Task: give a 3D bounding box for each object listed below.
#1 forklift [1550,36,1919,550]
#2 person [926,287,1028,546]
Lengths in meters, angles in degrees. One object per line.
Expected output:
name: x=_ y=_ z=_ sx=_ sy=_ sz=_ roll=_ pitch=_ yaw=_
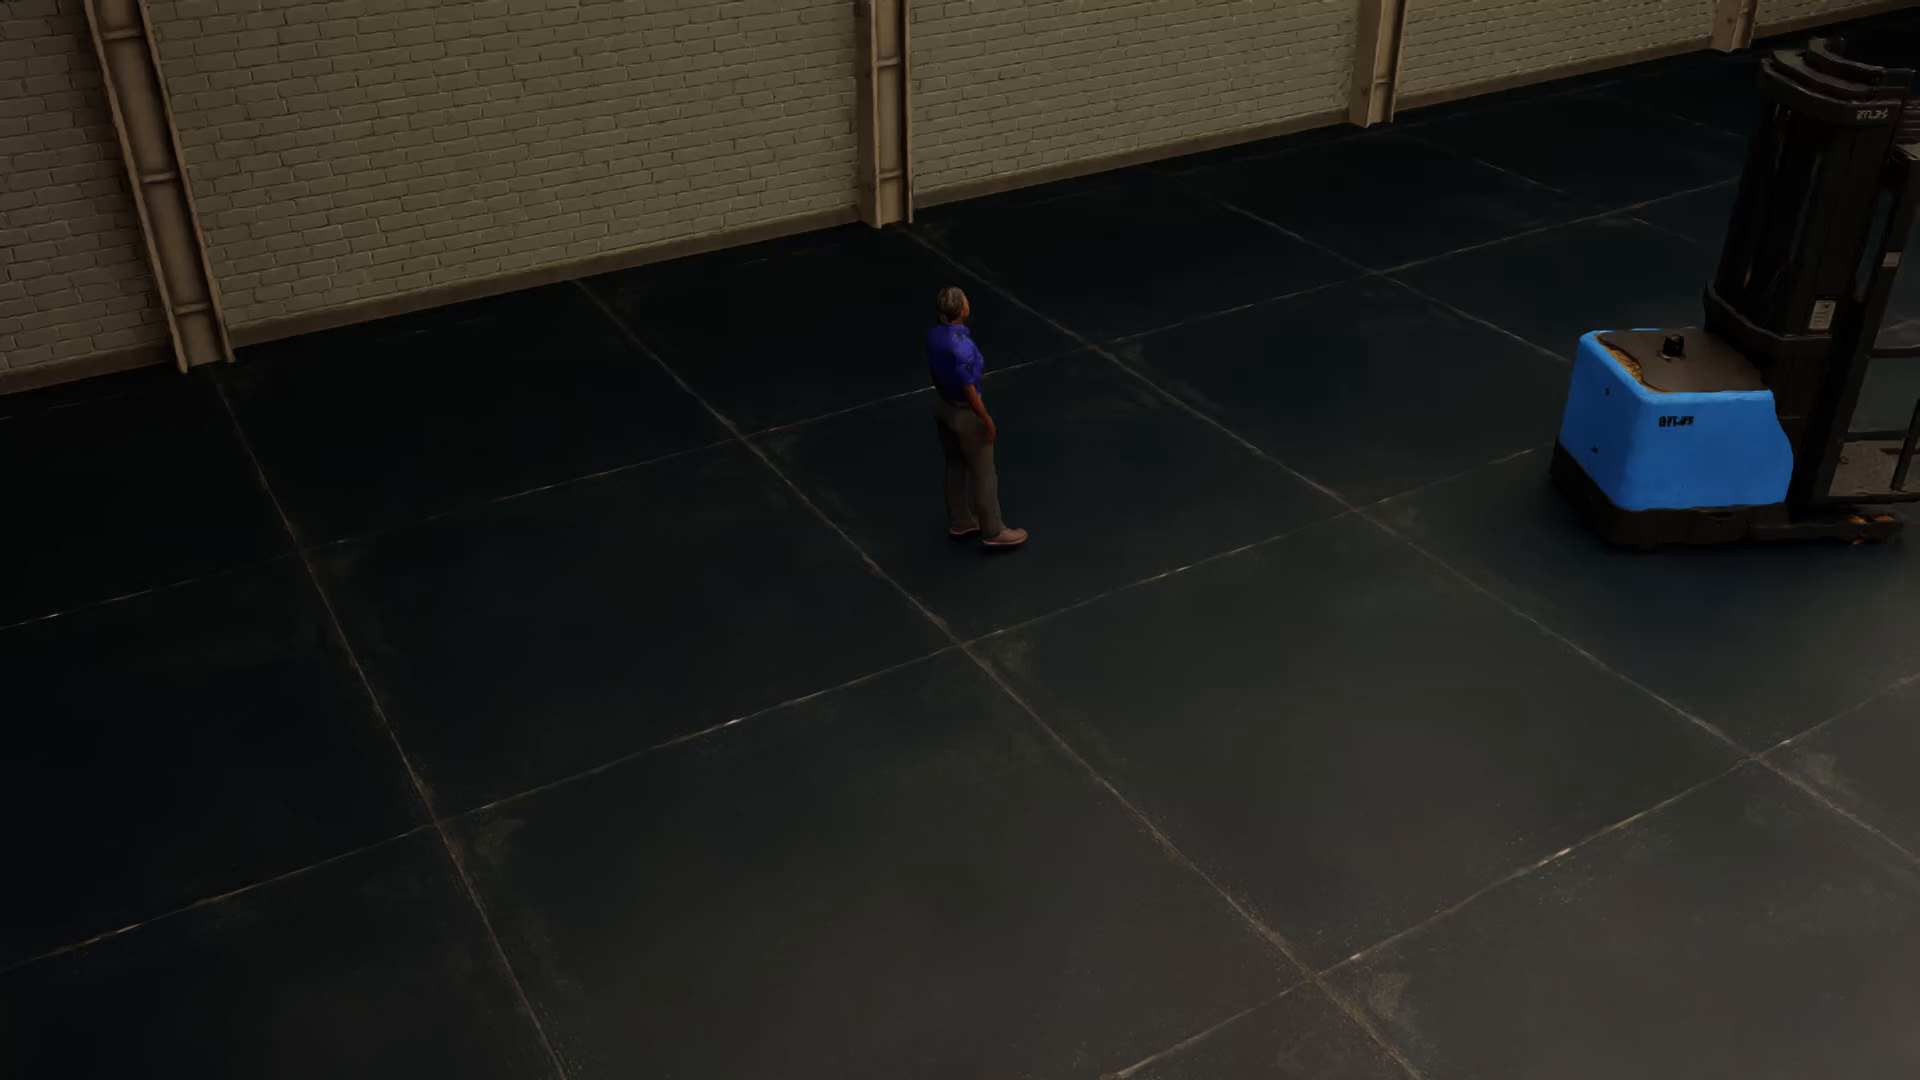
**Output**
forklift: x=5.496 y=-1.503 z=10.157 sx=3.031 sy=2.935 sz=1.130 roll=-3 pitch=31 yaw=-5
person: x=0.085 y=-0.759 z=10.078 sx=0.504 sy=1.642 sz=0.570 roll=-17 pitch=35 yaw=-26
